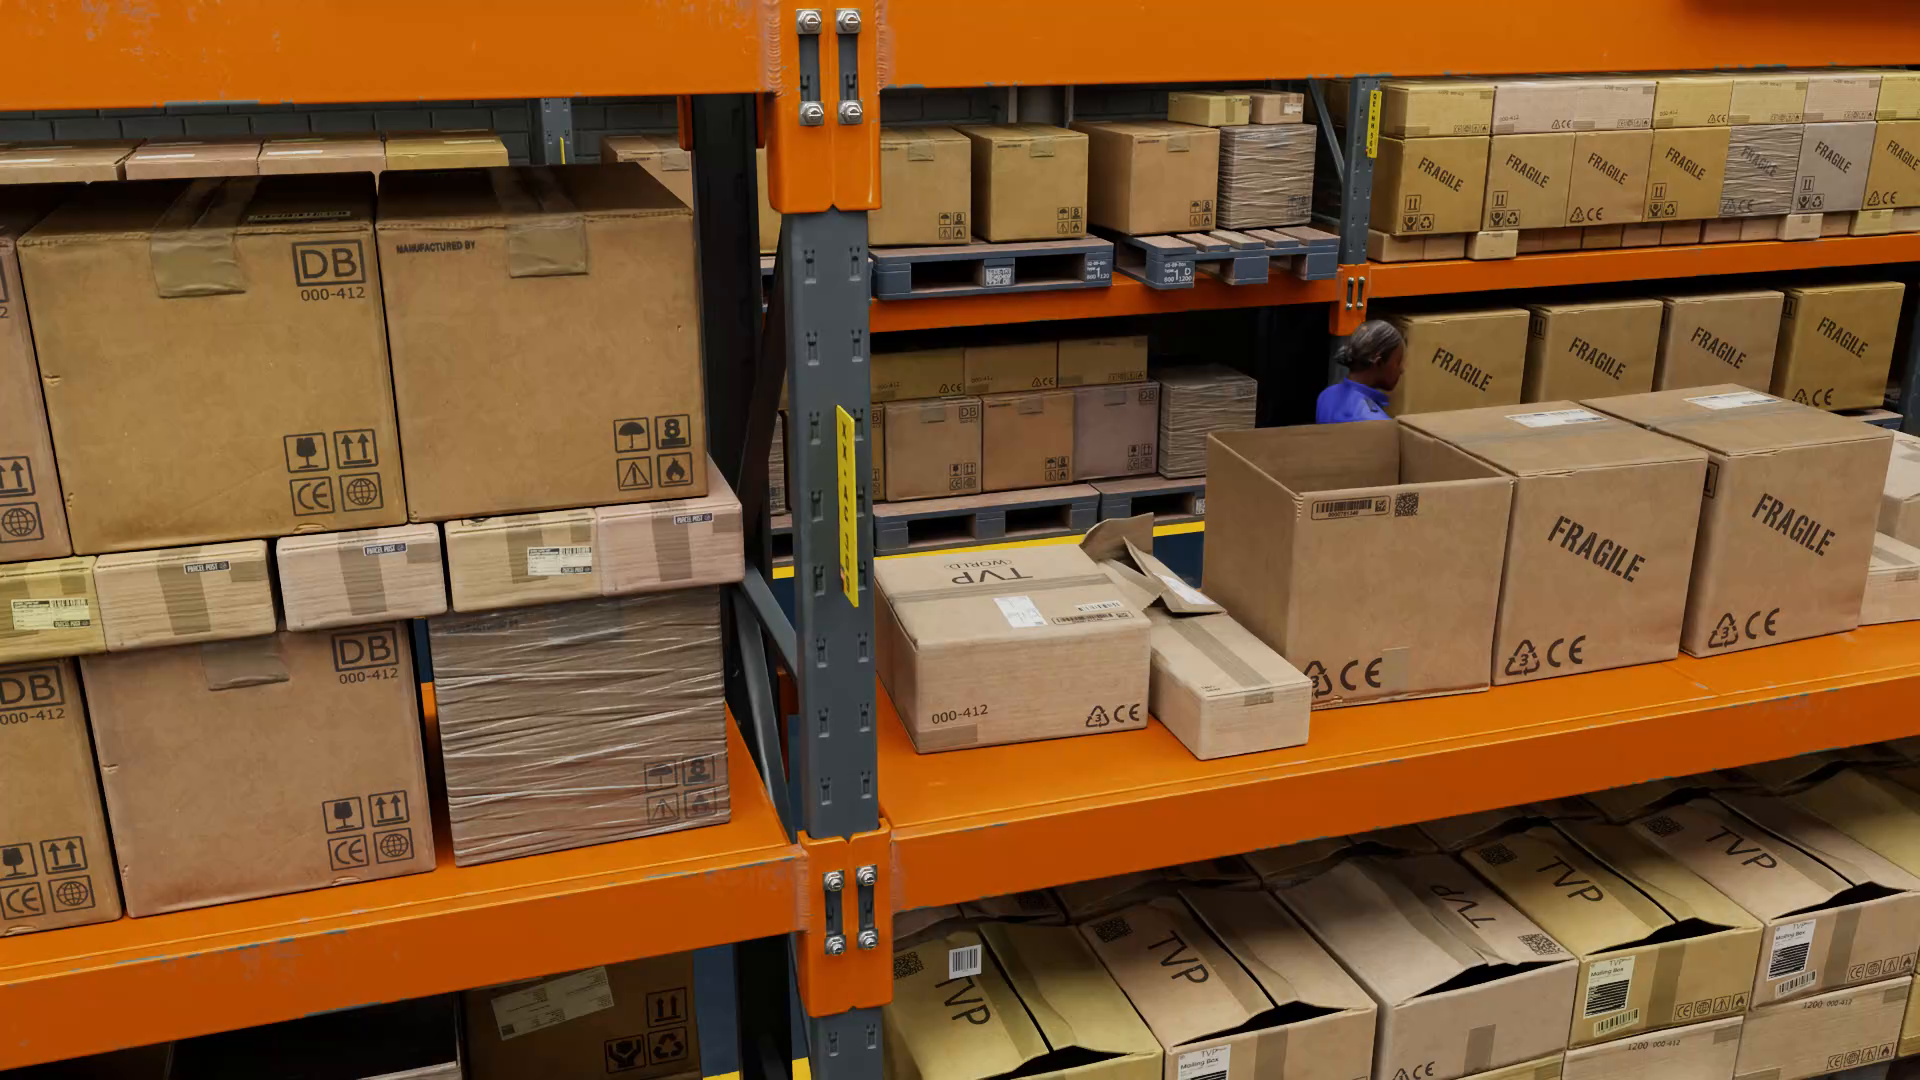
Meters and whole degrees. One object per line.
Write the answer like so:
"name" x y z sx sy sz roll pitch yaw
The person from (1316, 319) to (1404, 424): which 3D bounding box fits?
"person" 1.436 0.033 5.955 0.517 1.665 0.463 -4 20 -10
